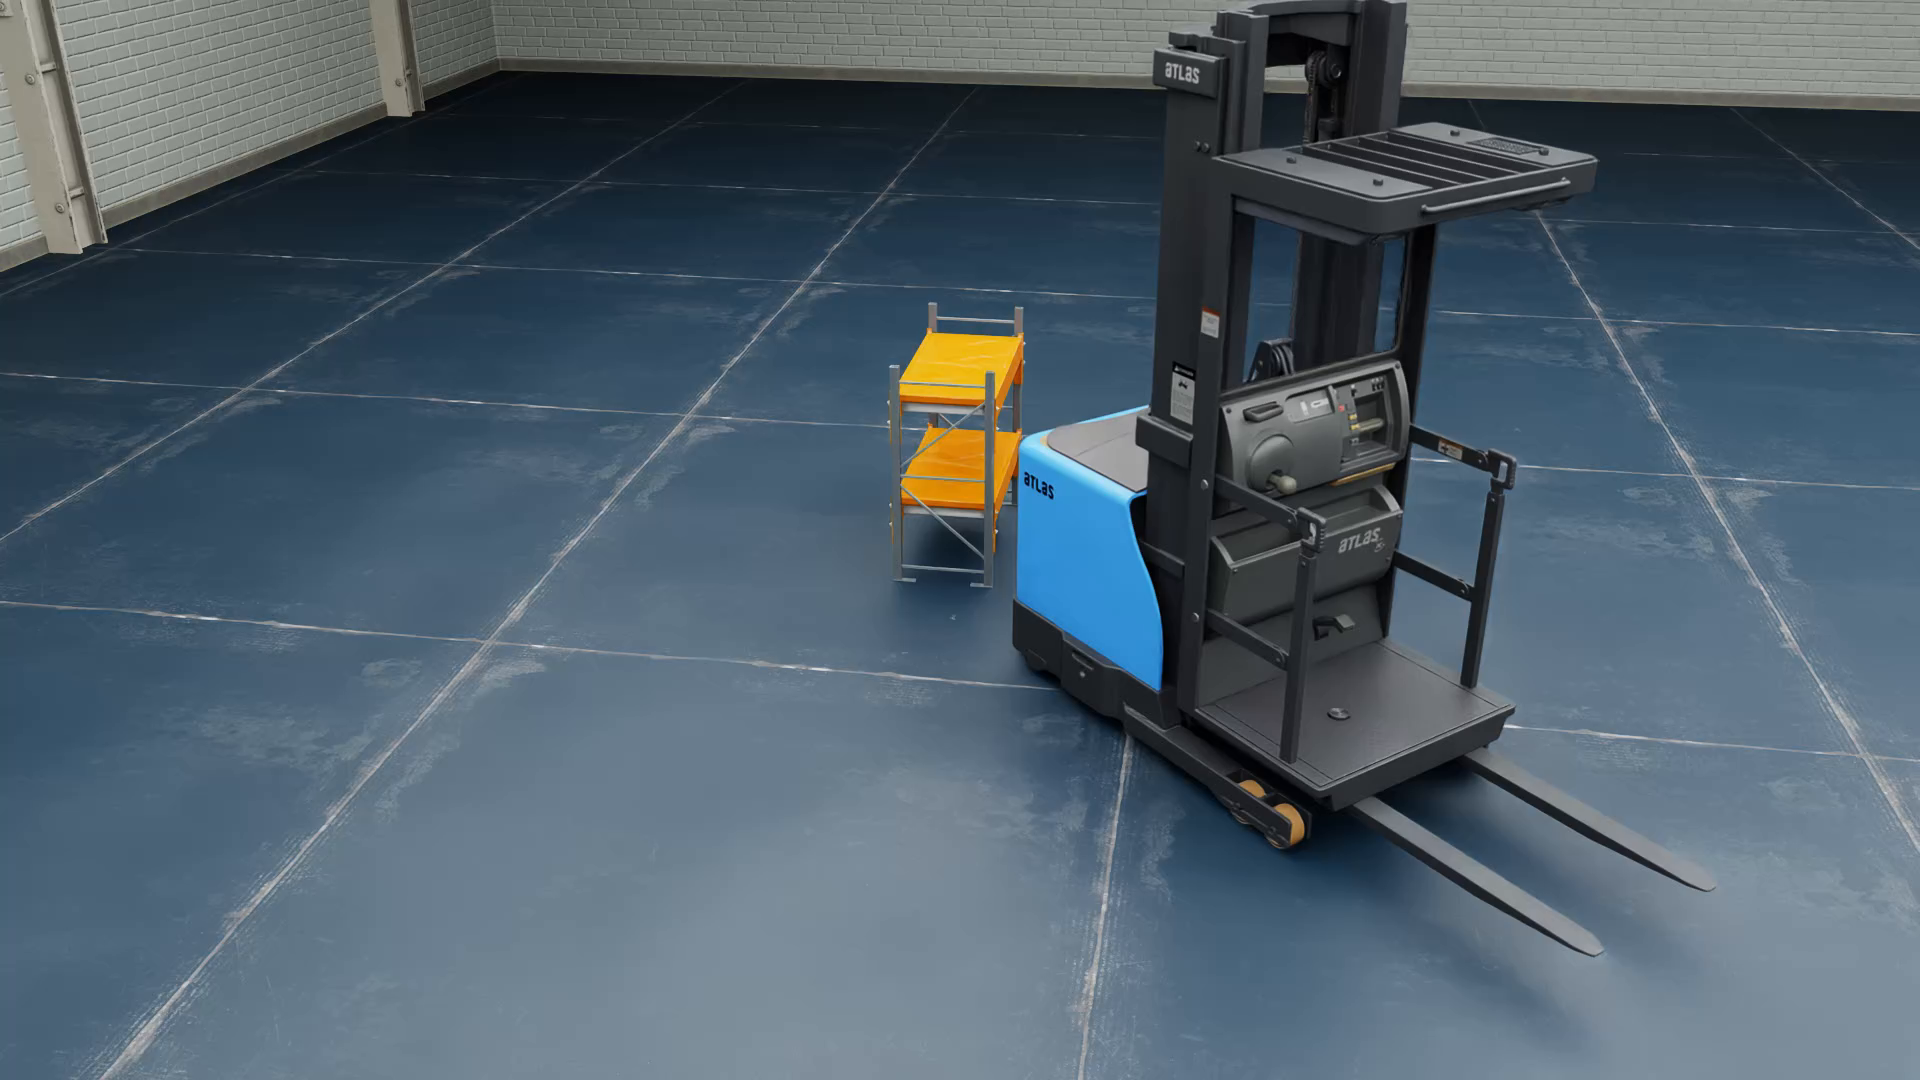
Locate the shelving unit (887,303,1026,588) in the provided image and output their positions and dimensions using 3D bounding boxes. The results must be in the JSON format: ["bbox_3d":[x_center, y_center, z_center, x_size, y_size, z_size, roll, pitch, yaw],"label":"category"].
[{"bbox_3d":[-0.001,-0.507,8.505,0.538,1.125,1.048,4,25,9],"label":"shelving unit"}]

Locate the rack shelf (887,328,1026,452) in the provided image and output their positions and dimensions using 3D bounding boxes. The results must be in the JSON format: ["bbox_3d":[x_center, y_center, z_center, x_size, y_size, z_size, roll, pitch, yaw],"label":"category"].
[{"bbox_3d":[-0.001,-0.772,8.381,0.538,0.278,1.000,4,25,9],"label":"rack shelf"}]

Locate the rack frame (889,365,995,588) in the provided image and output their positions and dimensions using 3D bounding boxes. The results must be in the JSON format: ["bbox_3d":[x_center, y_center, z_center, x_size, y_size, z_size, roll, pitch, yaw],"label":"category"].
[{"bbox_3d":[-0.084,-0.294,8.051,0.500,1.125,0.032,4,25,9],"label":"rack frame"}]

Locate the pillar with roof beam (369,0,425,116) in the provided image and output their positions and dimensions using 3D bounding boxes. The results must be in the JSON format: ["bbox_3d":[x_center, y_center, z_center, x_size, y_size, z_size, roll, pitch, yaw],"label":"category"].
[{"bbox_3d":[-2.220,-8.759,16.848,9.100,9.000,0.400,4,25,9],"label":"pillar with roof beam"}]

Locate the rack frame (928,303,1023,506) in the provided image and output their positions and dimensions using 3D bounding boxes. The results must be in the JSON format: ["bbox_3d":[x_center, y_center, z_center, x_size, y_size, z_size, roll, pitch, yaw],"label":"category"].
[{"bbox_3d":[0.082,-0.719,8.960,0.500,1.125,0.032,4,25,9],"label":"rack frame"}]

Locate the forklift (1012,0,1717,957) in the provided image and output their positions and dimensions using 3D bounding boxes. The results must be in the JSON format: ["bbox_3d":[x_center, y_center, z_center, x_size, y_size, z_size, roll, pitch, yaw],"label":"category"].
[{"bbox_3d":[1.476,-0.396,6.138,1.130,2.935,3.031,-16,29,-30],"label":"forklift"}]

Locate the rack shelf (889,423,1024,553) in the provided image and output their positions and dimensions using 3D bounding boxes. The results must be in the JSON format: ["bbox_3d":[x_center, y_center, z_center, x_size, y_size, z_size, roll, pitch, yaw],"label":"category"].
[{"bbox_3d":[-0.001,-0.285,8.609,0.538,0.278,1.000,4,25,9],"label":"rack shelf"}]

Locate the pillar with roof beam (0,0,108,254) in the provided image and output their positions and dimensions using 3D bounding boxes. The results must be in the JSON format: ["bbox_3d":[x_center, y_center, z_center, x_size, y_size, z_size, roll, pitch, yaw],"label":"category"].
[{"bbox_3d":[-3.201,-6.250,11.487,9.100,9.000,0.400,4,25,9],"label":"pillar with roof beam"}]
